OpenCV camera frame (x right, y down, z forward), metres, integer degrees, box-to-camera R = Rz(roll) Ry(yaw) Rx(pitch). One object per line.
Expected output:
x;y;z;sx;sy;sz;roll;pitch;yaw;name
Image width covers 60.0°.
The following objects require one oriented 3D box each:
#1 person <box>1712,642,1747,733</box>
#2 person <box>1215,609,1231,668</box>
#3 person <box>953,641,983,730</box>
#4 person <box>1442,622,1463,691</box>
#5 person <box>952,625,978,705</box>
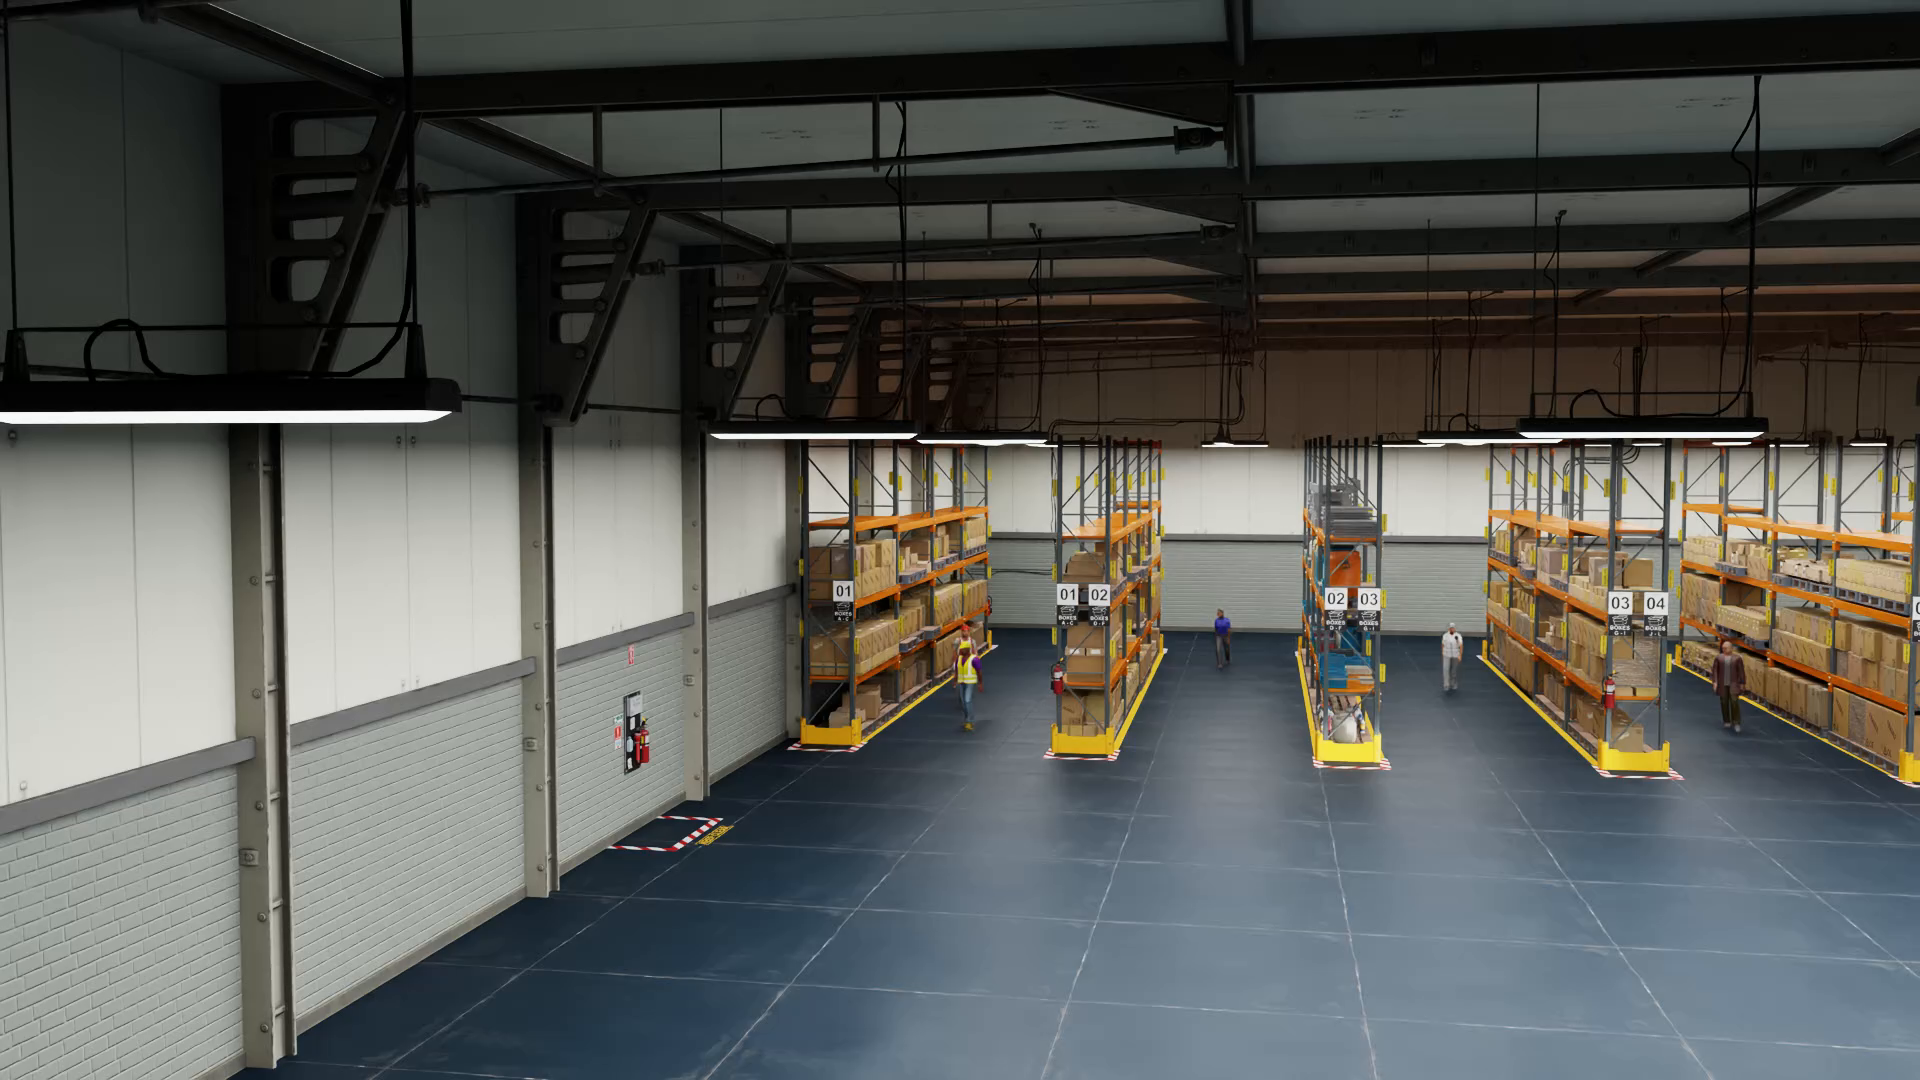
15.747;2.996;34.104;0.661;1.794;0.705;2;4;37;person
6.917;2.573;43.836;0.434;1.531;0.960;1;3;17;person
0.099;2.983;34.319;0.657;1.762;0.667;2;4;38;person
11.674;2.764;39.420;0.491;1.612;0.965;1;3;17;person
0.149;2.797;37.471;0.565;1.748;0.909;-1;3;-23;person
